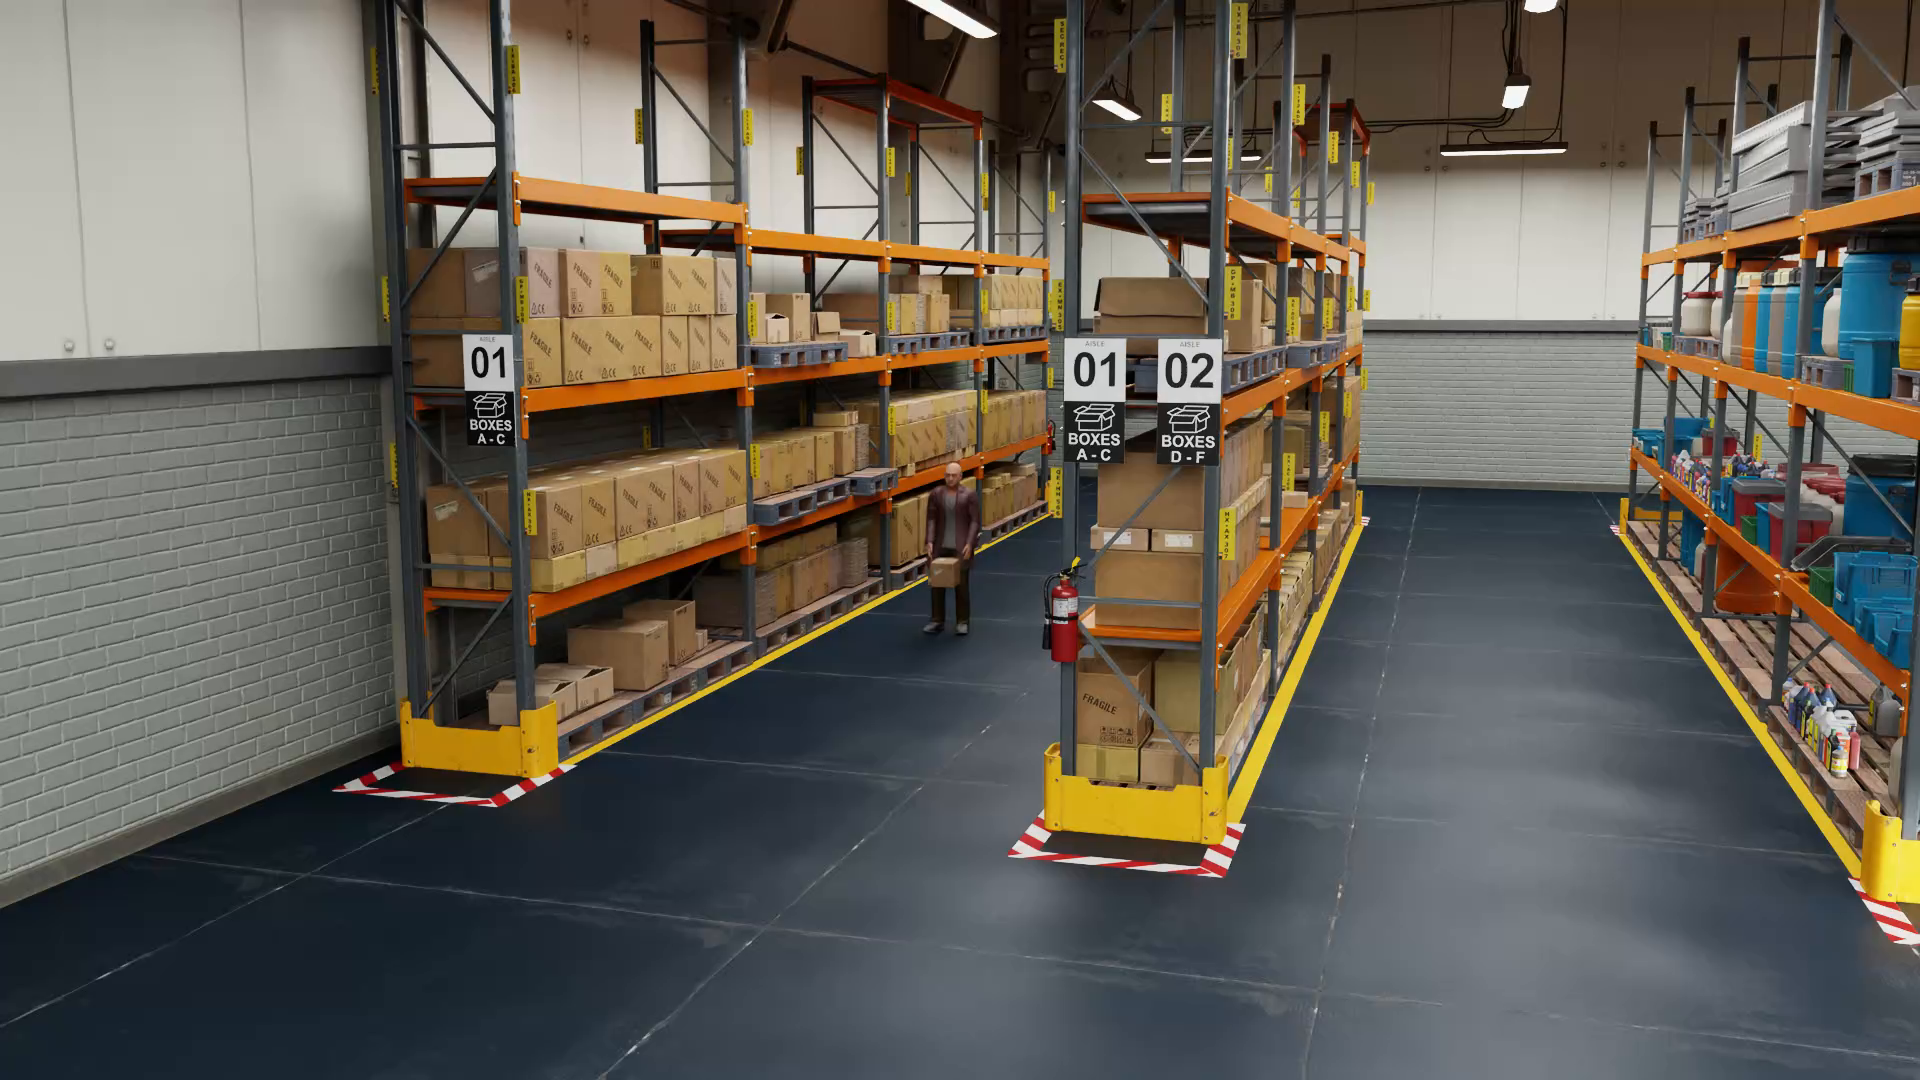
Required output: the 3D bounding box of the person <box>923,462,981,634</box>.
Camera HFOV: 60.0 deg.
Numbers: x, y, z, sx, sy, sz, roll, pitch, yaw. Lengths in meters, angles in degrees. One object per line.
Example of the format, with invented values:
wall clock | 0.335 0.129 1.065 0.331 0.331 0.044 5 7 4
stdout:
person | -0.085 0.080 17.306 0.586 1.779 0.424 2 8 15
